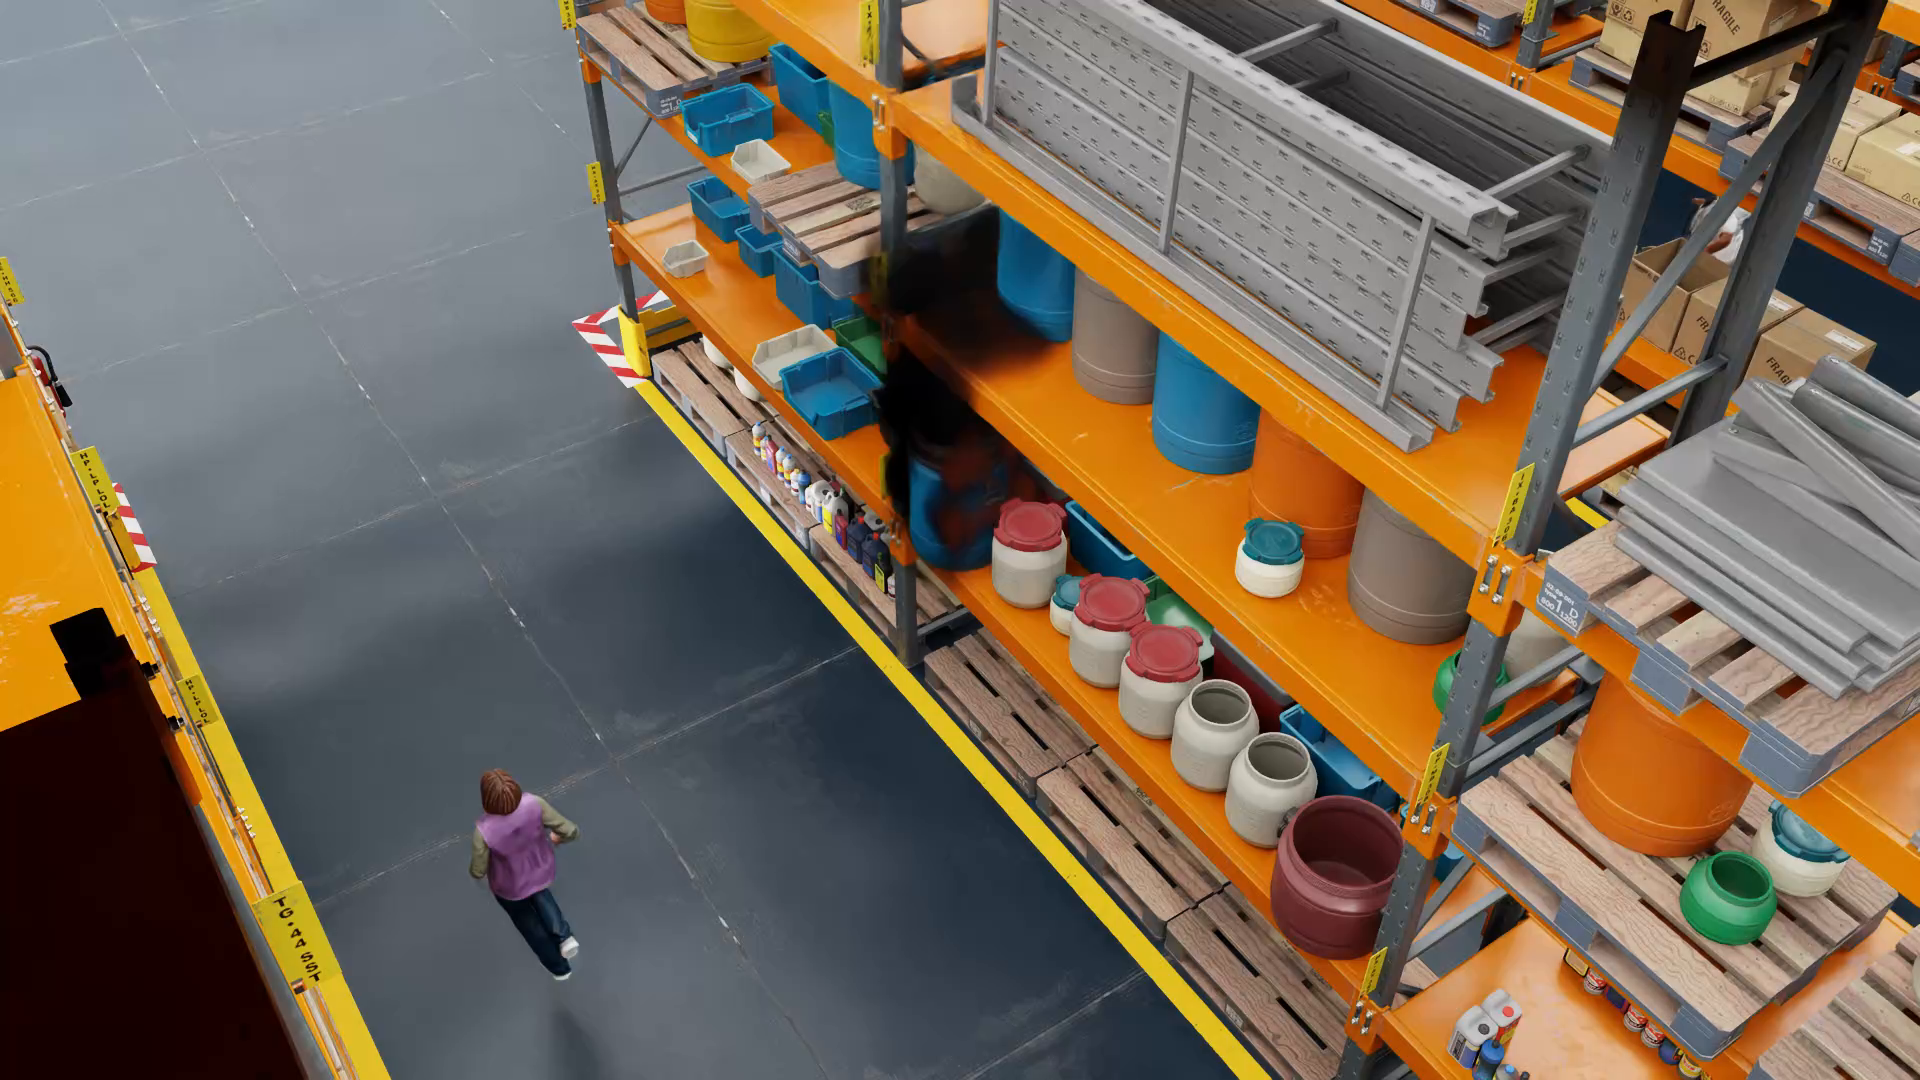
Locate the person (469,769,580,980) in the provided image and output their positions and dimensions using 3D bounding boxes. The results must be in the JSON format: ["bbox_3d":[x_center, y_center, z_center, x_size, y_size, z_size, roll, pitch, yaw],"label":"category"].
[{"bbox_3d":[-2.214,1.651,8.391,0.531,1.570,0.494,-30,51,-29],"label":"person"}]

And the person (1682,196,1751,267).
[{"bbox_3d":[5.841,-2.206,12.907,0.607,1.651,0.941,-23,48,-23],"label":"person"}]
